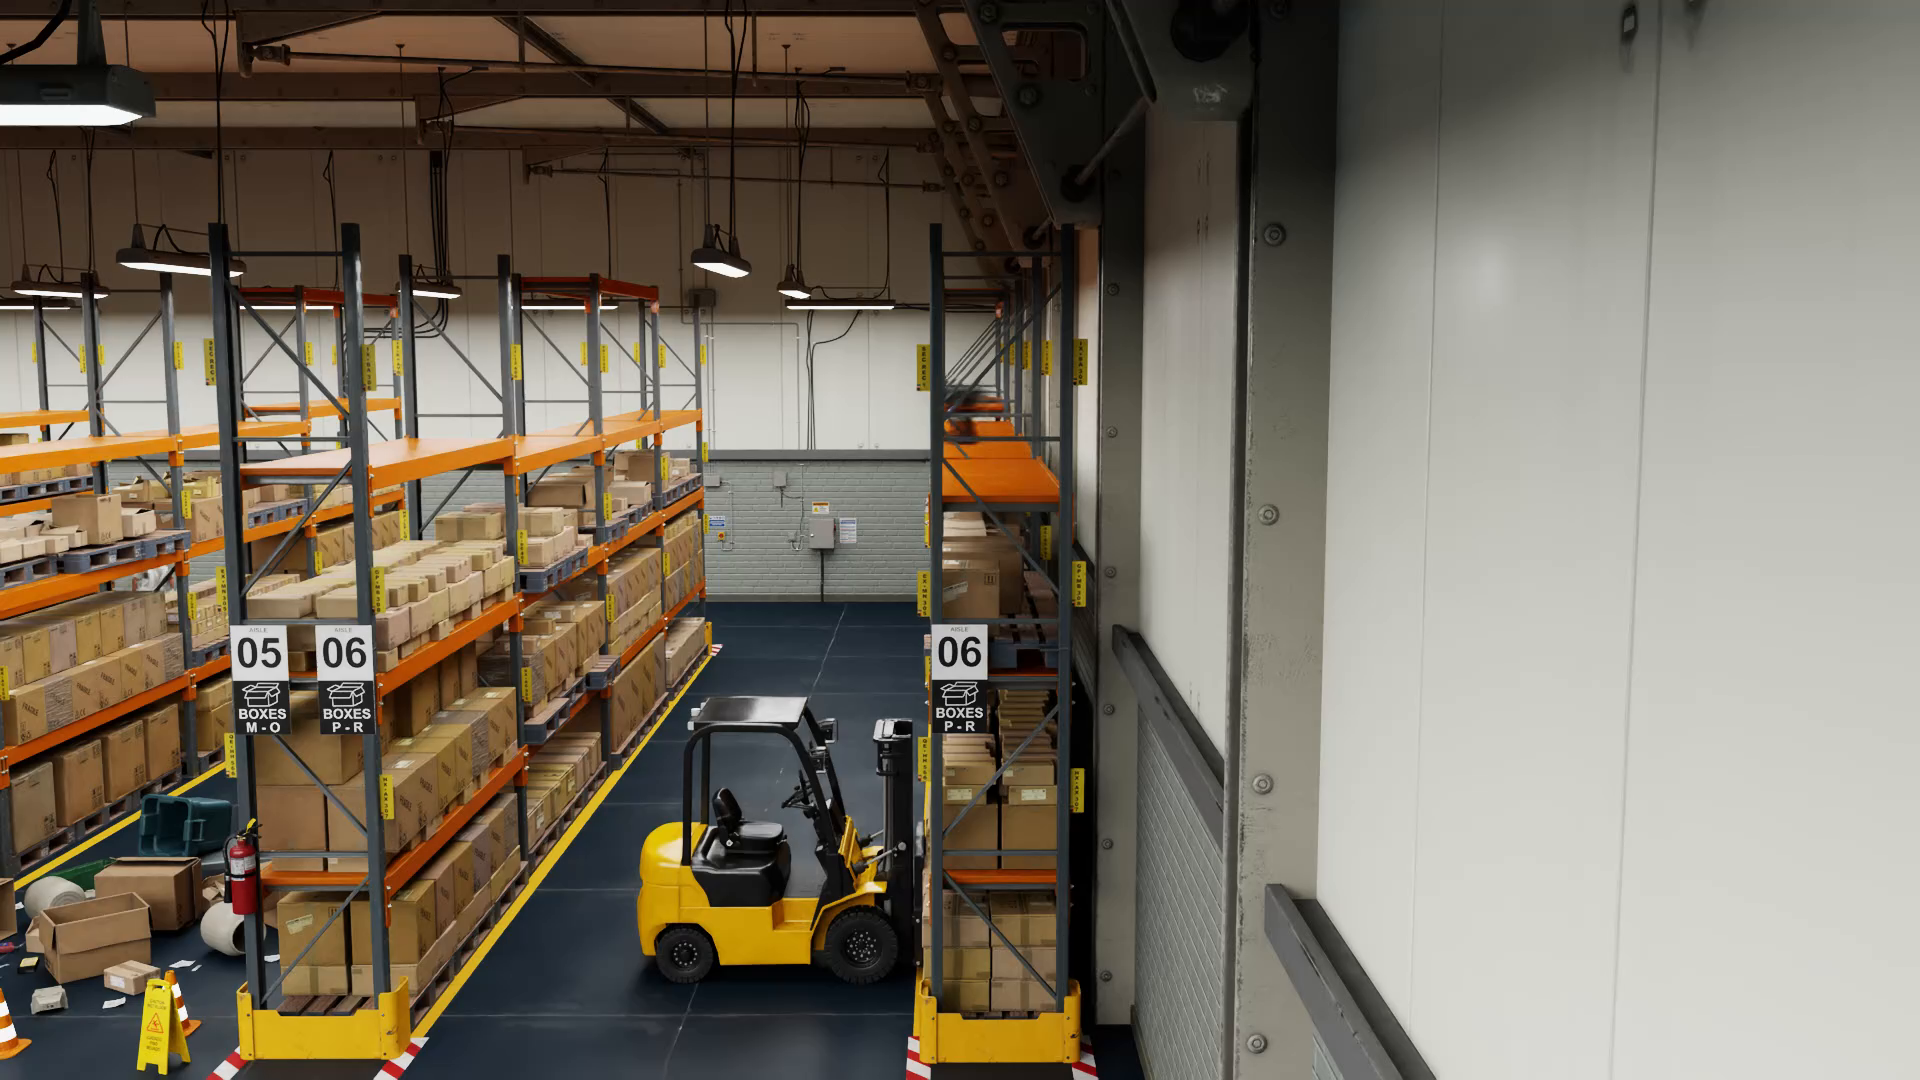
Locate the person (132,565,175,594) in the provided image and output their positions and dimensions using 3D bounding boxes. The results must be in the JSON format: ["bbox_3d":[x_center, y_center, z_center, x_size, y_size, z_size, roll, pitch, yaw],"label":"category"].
[{"bbox_3d":[-14.029,0.951,28.883,0.635,1.690,0.735,3,7,23],"label":"person"}]
